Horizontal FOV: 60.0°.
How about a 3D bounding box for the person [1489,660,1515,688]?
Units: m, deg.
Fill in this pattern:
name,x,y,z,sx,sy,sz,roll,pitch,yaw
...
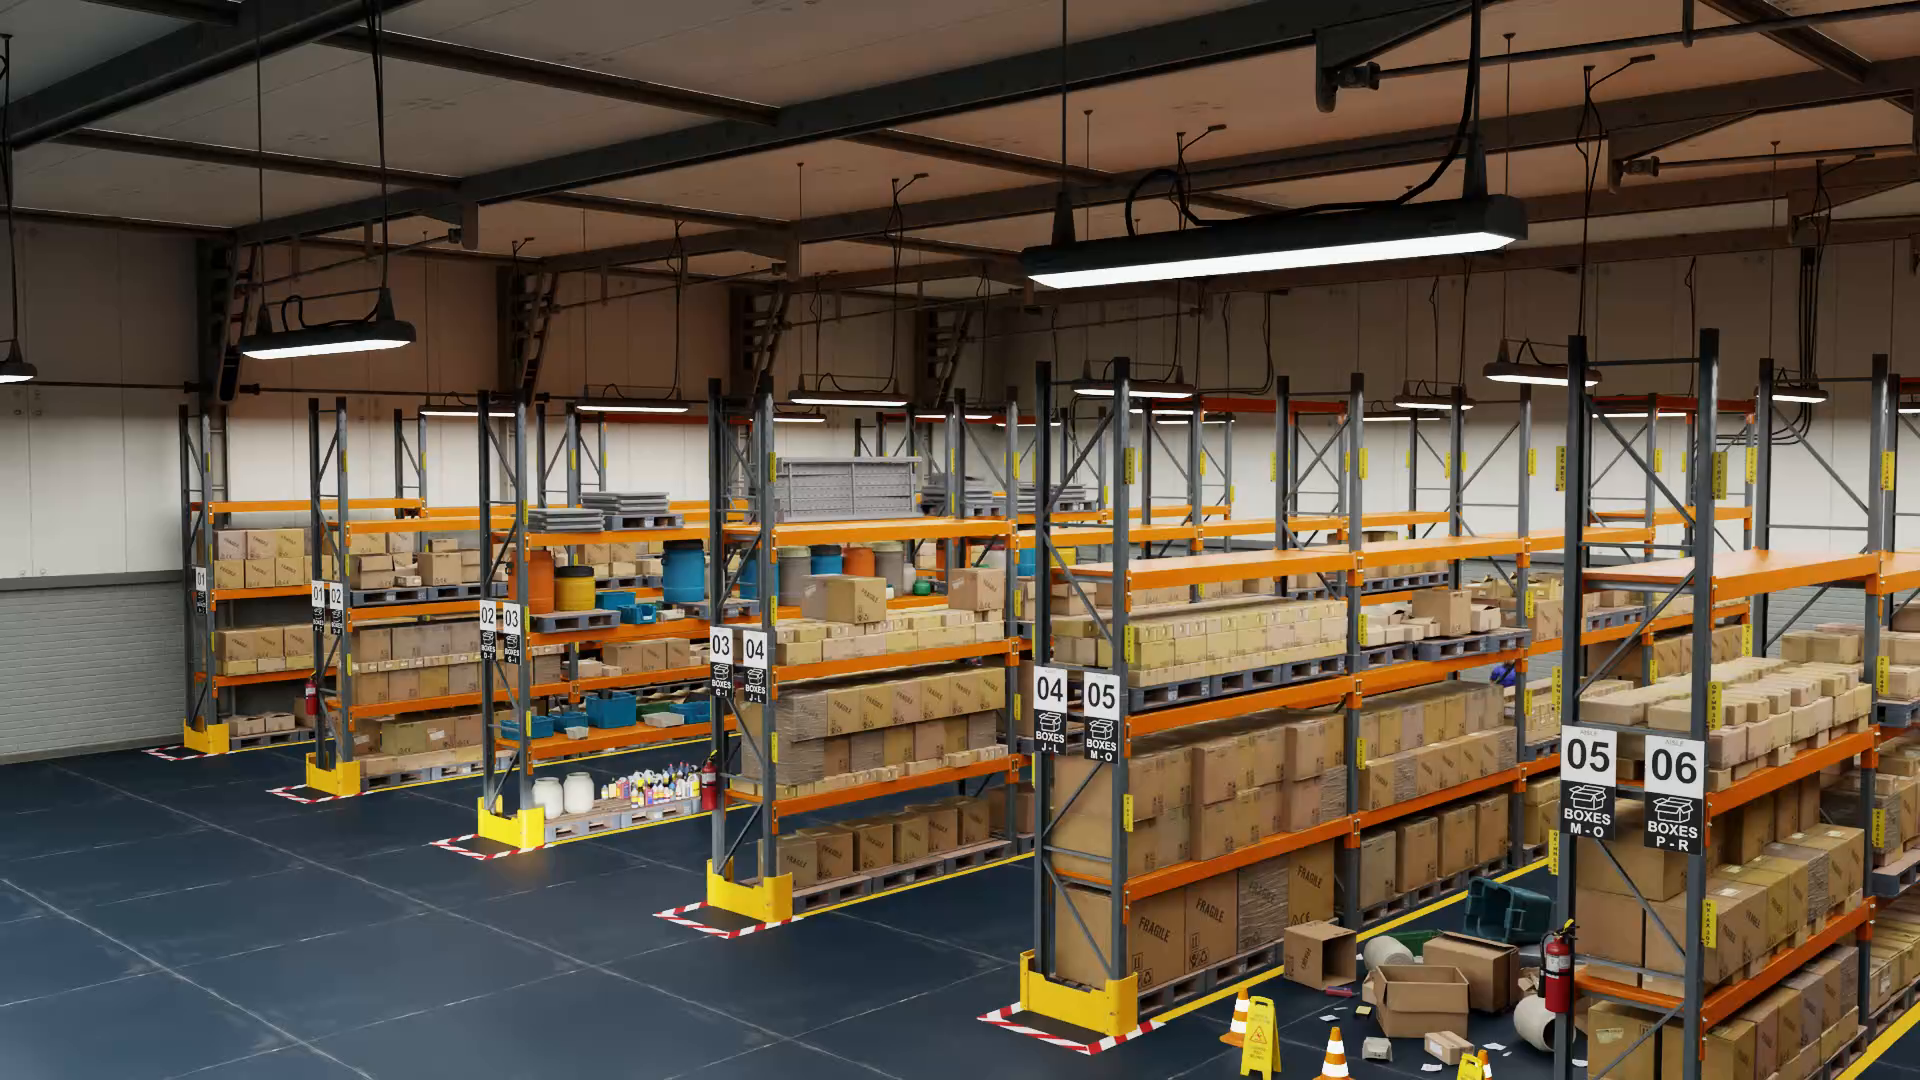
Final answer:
name,x,y,z,sx,sy,sz,roll,pitch,yaw
person,9.733,2.811,29.515,0.582,1.623,0.537,0,3,4
